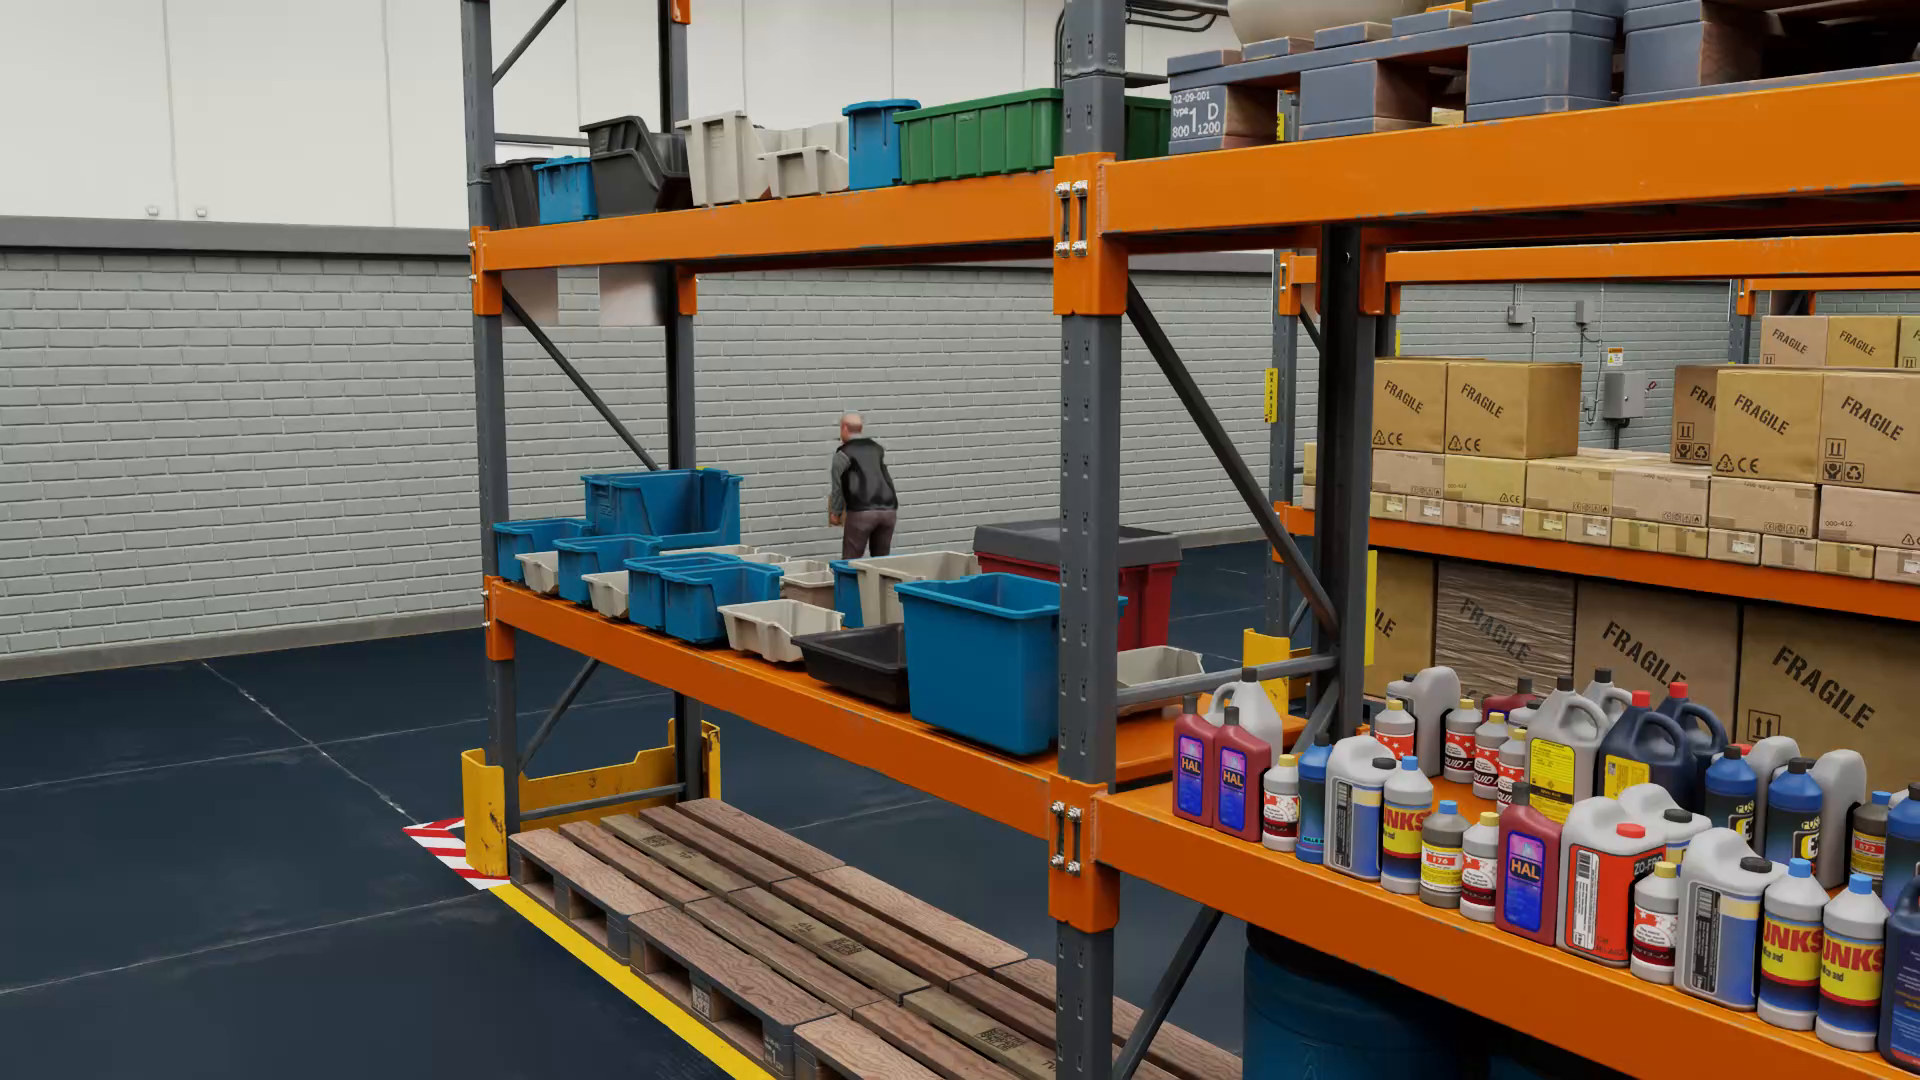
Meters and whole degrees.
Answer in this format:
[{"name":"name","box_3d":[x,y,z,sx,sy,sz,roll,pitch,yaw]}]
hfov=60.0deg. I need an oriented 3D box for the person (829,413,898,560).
[{"name":"person","box_3d":[-0.804,-0.195,13.542,0.479,1.672,0.601,-6,10,-37]}]
